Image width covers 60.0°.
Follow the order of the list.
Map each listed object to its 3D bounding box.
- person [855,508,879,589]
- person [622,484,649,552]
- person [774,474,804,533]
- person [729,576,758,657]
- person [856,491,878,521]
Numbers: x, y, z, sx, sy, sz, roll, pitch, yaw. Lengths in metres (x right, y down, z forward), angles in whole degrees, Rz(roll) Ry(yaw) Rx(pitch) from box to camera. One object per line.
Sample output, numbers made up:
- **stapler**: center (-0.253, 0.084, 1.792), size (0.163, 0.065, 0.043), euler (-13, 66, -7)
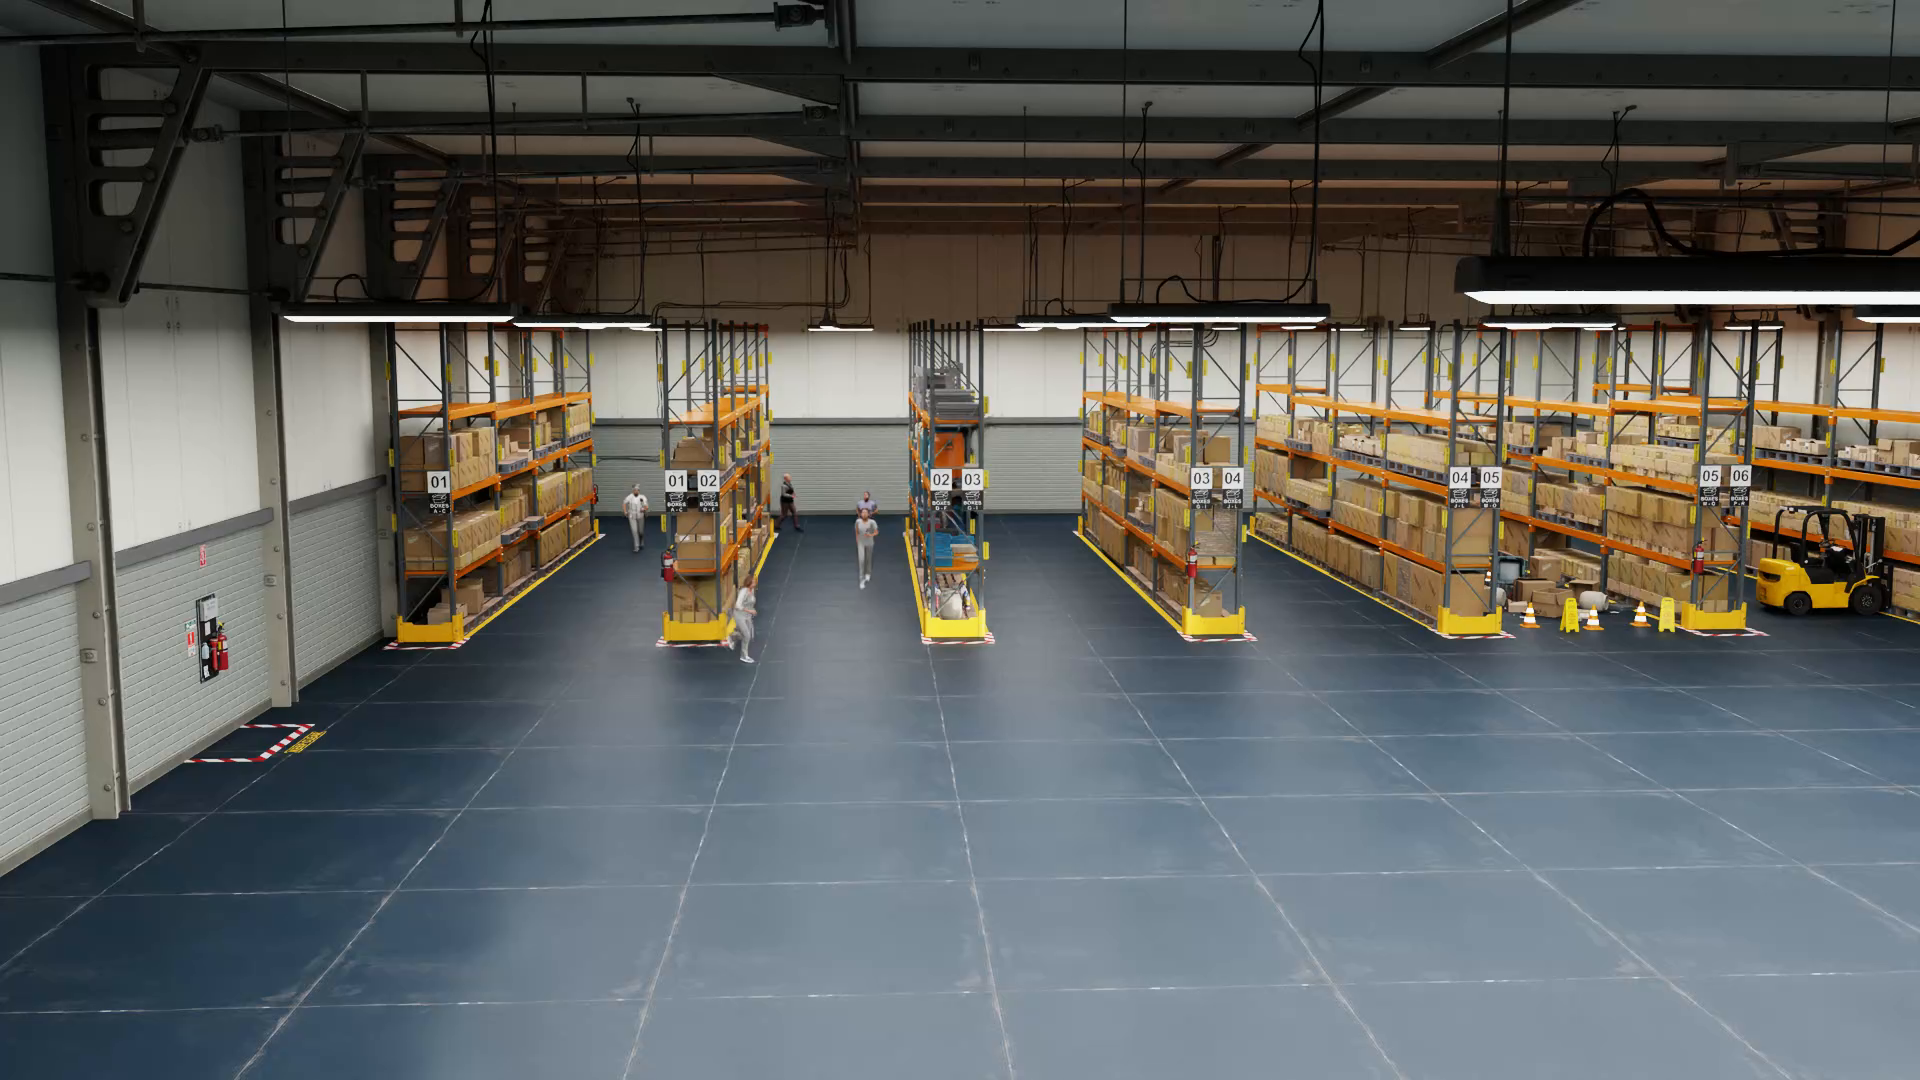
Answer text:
- **person**: center (-2.032, 0.142, 36.258), size (0.520, 1.722, 0.984), euler (0, 7, -2)
- **person**: center (-8.596, -0.607, 44.143), size (0.690, 1.748, 0.955), euler (-2, 7, -14)
- **person**: center (-5.021, -1.060, 48.019), size (0.879, 1.723, 0.675), euler (3, 7, 20)
- **person**: center (-3.796, 1.392, 29.141), size (0.637, 1.359, 0.521), euler (4, 8, 29)
- **person**: center (-2.436, -0.453, 43.594), size (0.581, 1.627, 0.630), euler (0, 7, -1)
